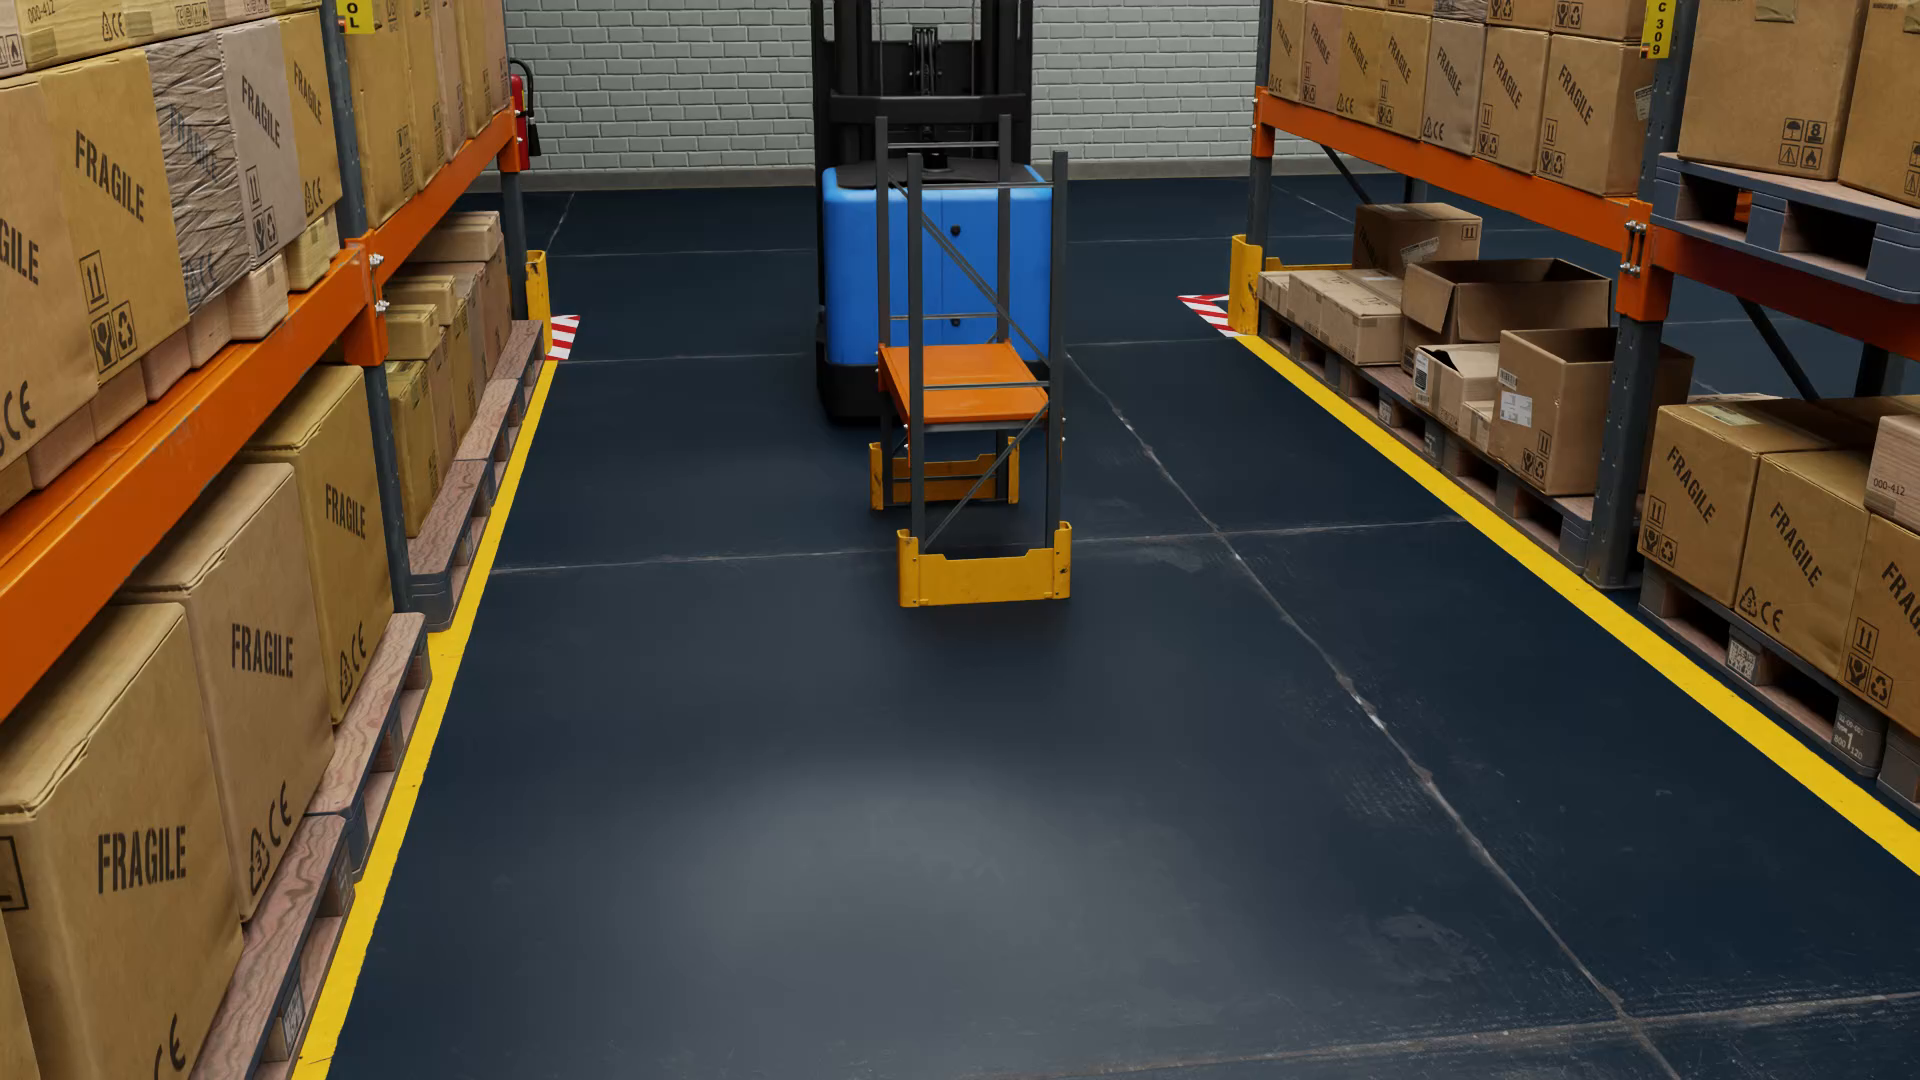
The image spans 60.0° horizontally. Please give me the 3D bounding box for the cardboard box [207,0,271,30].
[{"bbox_3d":[-1.825,-1.241,3.584,0.500,0.250,0.500,-2,21,-7],"label":"cardboard box"}]

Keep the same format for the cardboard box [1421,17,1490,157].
[{"bbox_3d":[2.214,-1.835,6.699,0.500,0.500,0.500,-2,21,-7],"label":"cardboard box"}]

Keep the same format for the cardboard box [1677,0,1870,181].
[{"bbox_3d":[2.538,-1.340,4.774,0.700,0.500,0.500,-10,23,-26],"label":"cardboard box"}]

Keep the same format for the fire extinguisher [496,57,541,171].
[{"bbox_3d":[-2.352,-2.270,8.650,0.296,0.674,0.183,-3,21,-8],"label":"fire extinguisher"}]

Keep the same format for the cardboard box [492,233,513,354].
[{"bbox_3d":[-2.587,-1.194,8.098,0.700,0.500,0.500,-3,21,-8],"label":"cardboard box"}]

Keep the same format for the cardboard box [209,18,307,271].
[{"bbox_3d":[-1.811,-0.893,3.723,0.500,0.500,0.500,-3,21,-7],"label":"cardboard box"}]

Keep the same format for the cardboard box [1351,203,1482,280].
[{"bbox_3d":[2.437,-1.516,8.932,0.500,0.500,0.500,-3,21,-8],"label":"cardboard box"}]

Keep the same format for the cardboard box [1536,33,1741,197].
[{"bbox_3d":[2.366,-1.479,5.745,0.500,0.500,0.500,-3,21,-7],"label":"cardboard box"}]

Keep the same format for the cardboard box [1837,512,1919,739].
[{"bbox_3d":[2.673,0.231,4.256,0.500,0.500,0.500,-3,21,-7],"label":"cardboard box"}]

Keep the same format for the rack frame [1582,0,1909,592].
[{"bbox_3d":[2.692,-1.272,5.334,1.000,3.000,0.127,-3,21,-8],"label":"rack frame"}]

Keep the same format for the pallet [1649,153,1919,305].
[{"bbox_3d":[2.699,-0.900,4.612,1.003,0.211,1.213,-3,21,-8],"label":"pallet"}]

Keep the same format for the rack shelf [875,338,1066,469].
[{"bbox_3d":[0.012,-0.505,5.938,0.538,0.185,1.000,-3,21,-8],"label":"rack shelf"}]

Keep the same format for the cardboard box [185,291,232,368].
[{"bbox_3d":[-1.763,-0.455,3.477,0.380,0.149,0.250,-3,21,-8],"label":"cardboard box"}]

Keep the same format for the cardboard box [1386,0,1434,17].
[{"bbox_3d":[2.142,-2.475,6.984,0.500,0.500,0.500,-3,21,-8],"label":"cardboard box"}]

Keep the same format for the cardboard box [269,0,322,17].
[{"bbox_3d":[-1.889,-1.419,4.059,0.500,0.250,0.500,-2,21,-6],"label":"cardboard box"}]

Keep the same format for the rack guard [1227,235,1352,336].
[{"bbox_3d":[2.126,-1.459,9.409,1.175,0.500,0.348,-3,21,-8],"label":"rack guard"}]

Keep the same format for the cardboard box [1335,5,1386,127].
[{"bbox_3d":[2.067,-2.184,7.634,0.500,0.500,0.500,-3,21,-8],"label":"cardboard box"}]

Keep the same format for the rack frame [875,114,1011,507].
[{"bbox_3d":[-0.061,-0.849,6.346,0.500,1.500,0.032,-3,21,-8],"label":"rack frame"}]

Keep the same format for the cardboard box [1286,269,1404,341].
[{"bbox_3d":[1.985,-1.199,8.440,0.500,0.250,0.500,-3,21,-8],"label":"cardboard box"}]

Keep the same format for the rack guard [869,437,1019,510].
[{"bbox_3d":[-0.061,-0.263,6.563,0.587,0.250,0.087,-3,21,-8],"label":"rack guard"}]

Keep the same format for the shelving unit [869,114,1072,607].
[{"bbox_3d":[0.011,-0.676,5.883,0.587,1.500,1.083,-3,21,-8],"label":"shelving unit"}]

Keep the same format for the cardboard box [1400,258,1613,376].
[{"bbox_3d":[2.416,-0.959,7.435,0.797,0.503,0.637,-3,21,-8],"label":"cardboard box"}]

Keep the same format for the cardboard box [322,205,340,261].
[{"bbox_3d":[-1.881,-0.809,4.427,0.380,0.149,0.250,-3,21,-7],"label":"cardboard box"}]

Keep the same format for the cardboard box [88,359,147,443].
[{"bbox_3d":[-1.714,-0.275,2.995,0.380,0.149,0.250,-2,21,-6],"label":"cardboard box"}]

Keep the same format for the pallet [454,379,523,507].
[{"bbox_3d":[-2.421,-0.405,6.998,1.003,0.211,1.213,-3,21,-8],"label":"pallet"}]

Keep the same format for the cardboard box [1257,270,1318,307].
[{"bbox_3d":[1.835,-1.365,9.029,0.380,0.149,0.250,-3,21,-8],"label":"cardboard box"}]

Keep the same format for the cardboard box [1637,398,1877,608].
[{"bbox_3d":[2.520,-0.127,5.213,0.500,0.500,0.500,-4,21,-10],"label":"cardboard box"}]

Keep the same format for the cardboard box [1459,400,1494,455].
[{"bbox_3d":[2.215,-0.452,6.585,0.380,0.149,0.250,-3,21,-8],"label":"cardboard box"}]

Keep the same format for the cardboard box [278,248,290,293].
[{"bbox_3d":[-1.829,-0.631,3.950,0.380,0.149,0.250,-2,21,-6],"label":"cardboard box"}]

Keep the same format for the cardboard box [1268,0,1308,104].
[{"bbox_3d":[1.918,-2.537,8.577,0.500,0.500,0.500,-2,21,-7],"label":"cardboard box"}]

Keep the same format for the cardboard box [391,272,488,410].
[{"bbox_3d":[-2.441,-0.847,7.168,0.700,0.500,0.500,-4,21,-10],"label":"cardboard box"}]

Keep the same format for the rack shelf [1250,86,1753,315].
[{"bbox_3d":[2.403,-1.627,7.314,1.077,0.370,4.000,-3,21,-8],"label":"rack shelf"}]

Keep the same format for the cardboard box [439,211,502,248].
[{"bbox_3d":[-2.388,-1.462,7.890,0.380,0.149,0.250,-3,21,-8],"label":"cardboard box"}]

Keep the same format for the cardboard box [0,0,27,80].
[{"bbox_3d":[-1.598,-0.712,2.166,0.500,0.250,0.500,-3,21,-7],"label":"cardboard box"}]

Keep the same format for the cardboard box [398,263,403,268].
[{"bbox_3d":[-2.693,-1.269,7.372,0.380,0.149,0.250,-3,21,-7],"label":"cardboard box"}]

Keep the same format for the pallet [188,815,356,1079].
[{"bbox_3d":[-1.845,0.972,3.311,1.003,0.211,1.213,-3,21,-8],"label":"pallet"}]

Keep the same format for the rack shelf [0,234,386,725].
[{"bbox_3d":[-1.922,0.009,2.933,1.077,0.370,4.000,-3,21,-8],"label":"rack shelf"}]

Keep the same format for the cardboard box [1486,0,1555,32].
[{"bbox_3d":[2.286,-2.126,6.050,0.500,0.500,0.500,-3,21,-9],"label":"cardboard box"}]

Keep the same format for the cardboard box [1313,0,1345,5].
[{"bbox_3d":[2.001,-2.824,7.919,0.500,0.500,0.500,-3,21,-7],"label":"cardboard box"}]

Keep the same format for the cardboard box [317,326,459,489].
[{"bbox_3d":[-2.285,-0.484,6.199,0.700,0.500,0.500,-3,21,-8],"label":"cardboard box"}]

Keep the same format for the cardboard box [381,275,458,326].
[{"bbox_3d":[-2.160,-0.923,6.445,0.380,0.149,0.250,-4,21,-9],"label":"cardboard box"}]

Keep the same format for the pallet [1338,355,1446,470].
[{"bbox_3d":[2.414,-0.626,7.592,1.003,0.211,1.213,-3,21,-8],"label":"pallet"}]

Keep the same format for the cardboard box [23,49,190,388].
[{"bbox_3d":[-1.670,-0.546,2.794,0.500,0.500,0.500,-2,21,-6],"label":"cardboard box"}]

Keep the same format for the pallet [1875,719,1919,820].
[{"bbox_3d":[3.025,0.738,3.939,1.003,0.211,1.213,-3,21,-8],"label":"pallet"}]

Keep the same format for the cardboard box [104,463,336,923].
[{"bbox_3d":[-1.856,0.316,3.556,0.750,0.750,0.750,-2,21,-6],"label":"cardboard box"}]

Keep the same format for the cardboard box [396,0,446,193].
[{"bbox_3d":[-2.372,-1.603,5.791,0.980,0.700,0.700,-3,21,-9],"label":"cardboard box"}]

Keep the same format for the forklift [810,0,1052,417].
[{"bbox_3d":[-0.210,-2.400,8.453,1.130,2.935,3.031,-2,21,-5],"label":"forklift"}]

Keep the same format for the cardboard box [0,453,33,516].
[{"bbox_3d":[-1.665,-0.097,2.519,0.380,0.149,0.250,-3,21,-7],"label":"cardboard box"}]

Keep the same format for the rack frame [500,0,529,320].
[{"bbox_3d":[-2.786,-2.405,8.370,1.000,3.000,0.127,-3,21,-8],"label":"rack frame"}]

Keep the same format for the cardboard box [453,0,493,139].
[{"bbox_3d":[-2.587,-2.119,7.173,0.980,0.700,0.700,-3,21,-8],"label":"cardboard box"}]

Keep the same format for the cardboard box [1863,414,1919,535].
[{"bbox_3d":[2.664,-0.132,4.155,0.500,0.250,0.500,-3,21,-8],"label":"cardboard box"}]

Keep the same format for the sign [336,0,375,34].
[{"bbox_3d":[-1.674,-1.557,4.555,0.100,0.325,0.005,-3,21,-8],"label":"sign"}]
